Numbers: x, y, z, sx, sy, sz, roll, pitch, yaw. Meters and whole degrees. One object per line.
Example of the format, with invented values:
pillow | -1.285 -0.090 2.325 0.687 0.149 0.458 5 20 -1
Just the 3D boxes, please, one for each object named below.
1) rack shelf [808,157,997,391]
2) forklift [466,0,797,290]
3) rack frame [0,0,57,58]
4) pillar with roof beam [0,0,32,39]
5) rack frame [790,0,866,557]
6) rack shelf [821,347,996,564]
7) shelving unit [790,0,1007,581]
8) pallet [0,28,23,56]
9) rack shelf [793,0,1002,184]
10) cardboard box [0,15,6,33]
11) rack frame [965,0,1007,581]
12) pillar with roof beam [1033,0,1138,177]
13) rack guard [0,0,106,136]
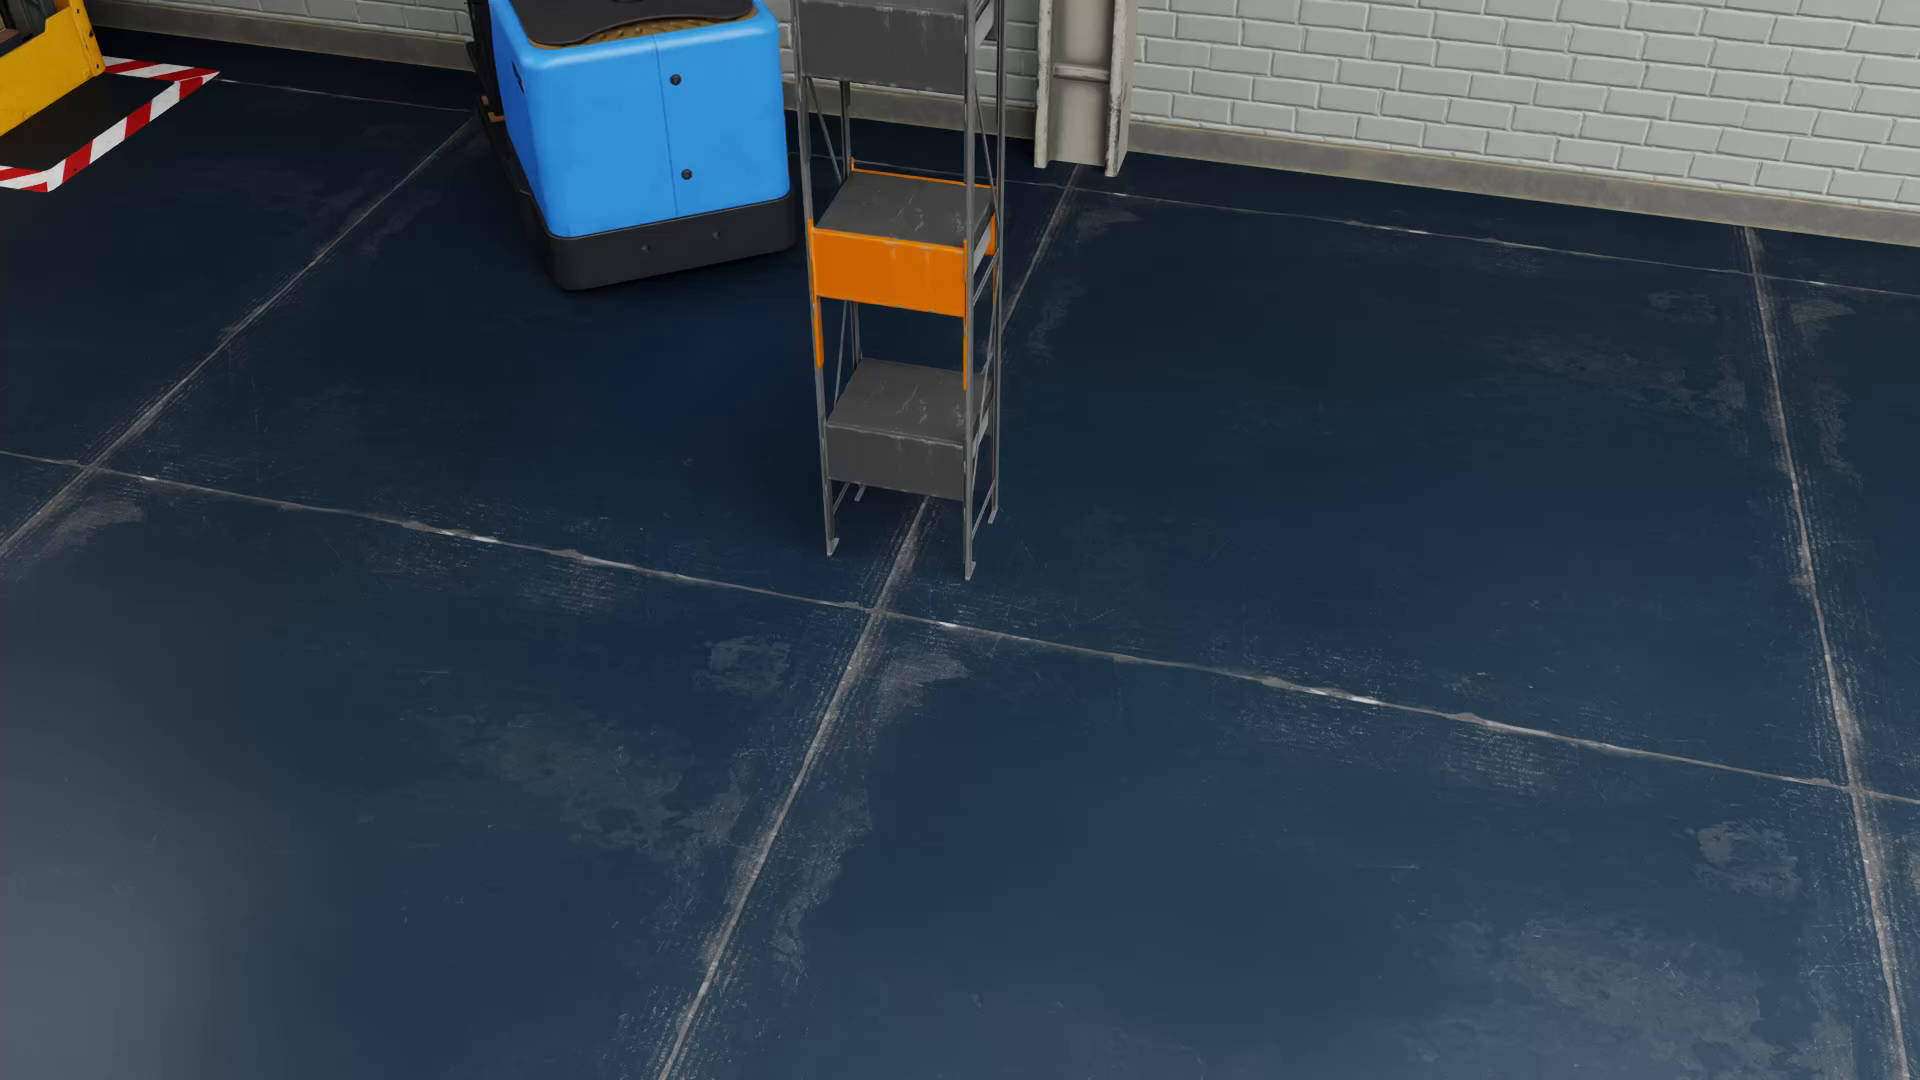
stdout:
rack shelf | -0.160 -0.821 5.116 0.480 0.518 0.431 10 41 11
forklift | -1.721 -3.107 7.171 1.130 2.935 3.031 -14 42 -17
rack frame | -4.780 -3.295 7.341 0.127 3.000 1.000 10 41 11
pillar with roof beam | -6.332 -3.593 3.032 0.400 9.000 9.100 10 41 11
rack frame | -0.396 -0.872 5.156 0.015 2.100 0.400 10 41 11
rack shelf | -0.160 -0.285 5.566 0.480 0.518 0.431 10 41 11
shelving unit | -0.160 -0.832 5.108 0.503 2.100 0.431 10 41 11
pallet | -5.529 -2.328 8.358 1.213 0.211 1.003 10 41 11
rack shelf | -0.160 -1.357 4.666 0.480 0.518 0.431 10 41 11
cardboard box | -5.204 -2.606 8.332 0.500 0.250 0.500 10 41 12
rack frame | 0.076 -0.791 5.059 0.015 2.100 0.400 10 41 11
pillar with roof beam | -0.536 -2.596 1.844 0.400 9.000 9.100 10 41 11
rack guard | -4.757 -2.334 8.140 0.348 0.500 1.175 10 41 11
